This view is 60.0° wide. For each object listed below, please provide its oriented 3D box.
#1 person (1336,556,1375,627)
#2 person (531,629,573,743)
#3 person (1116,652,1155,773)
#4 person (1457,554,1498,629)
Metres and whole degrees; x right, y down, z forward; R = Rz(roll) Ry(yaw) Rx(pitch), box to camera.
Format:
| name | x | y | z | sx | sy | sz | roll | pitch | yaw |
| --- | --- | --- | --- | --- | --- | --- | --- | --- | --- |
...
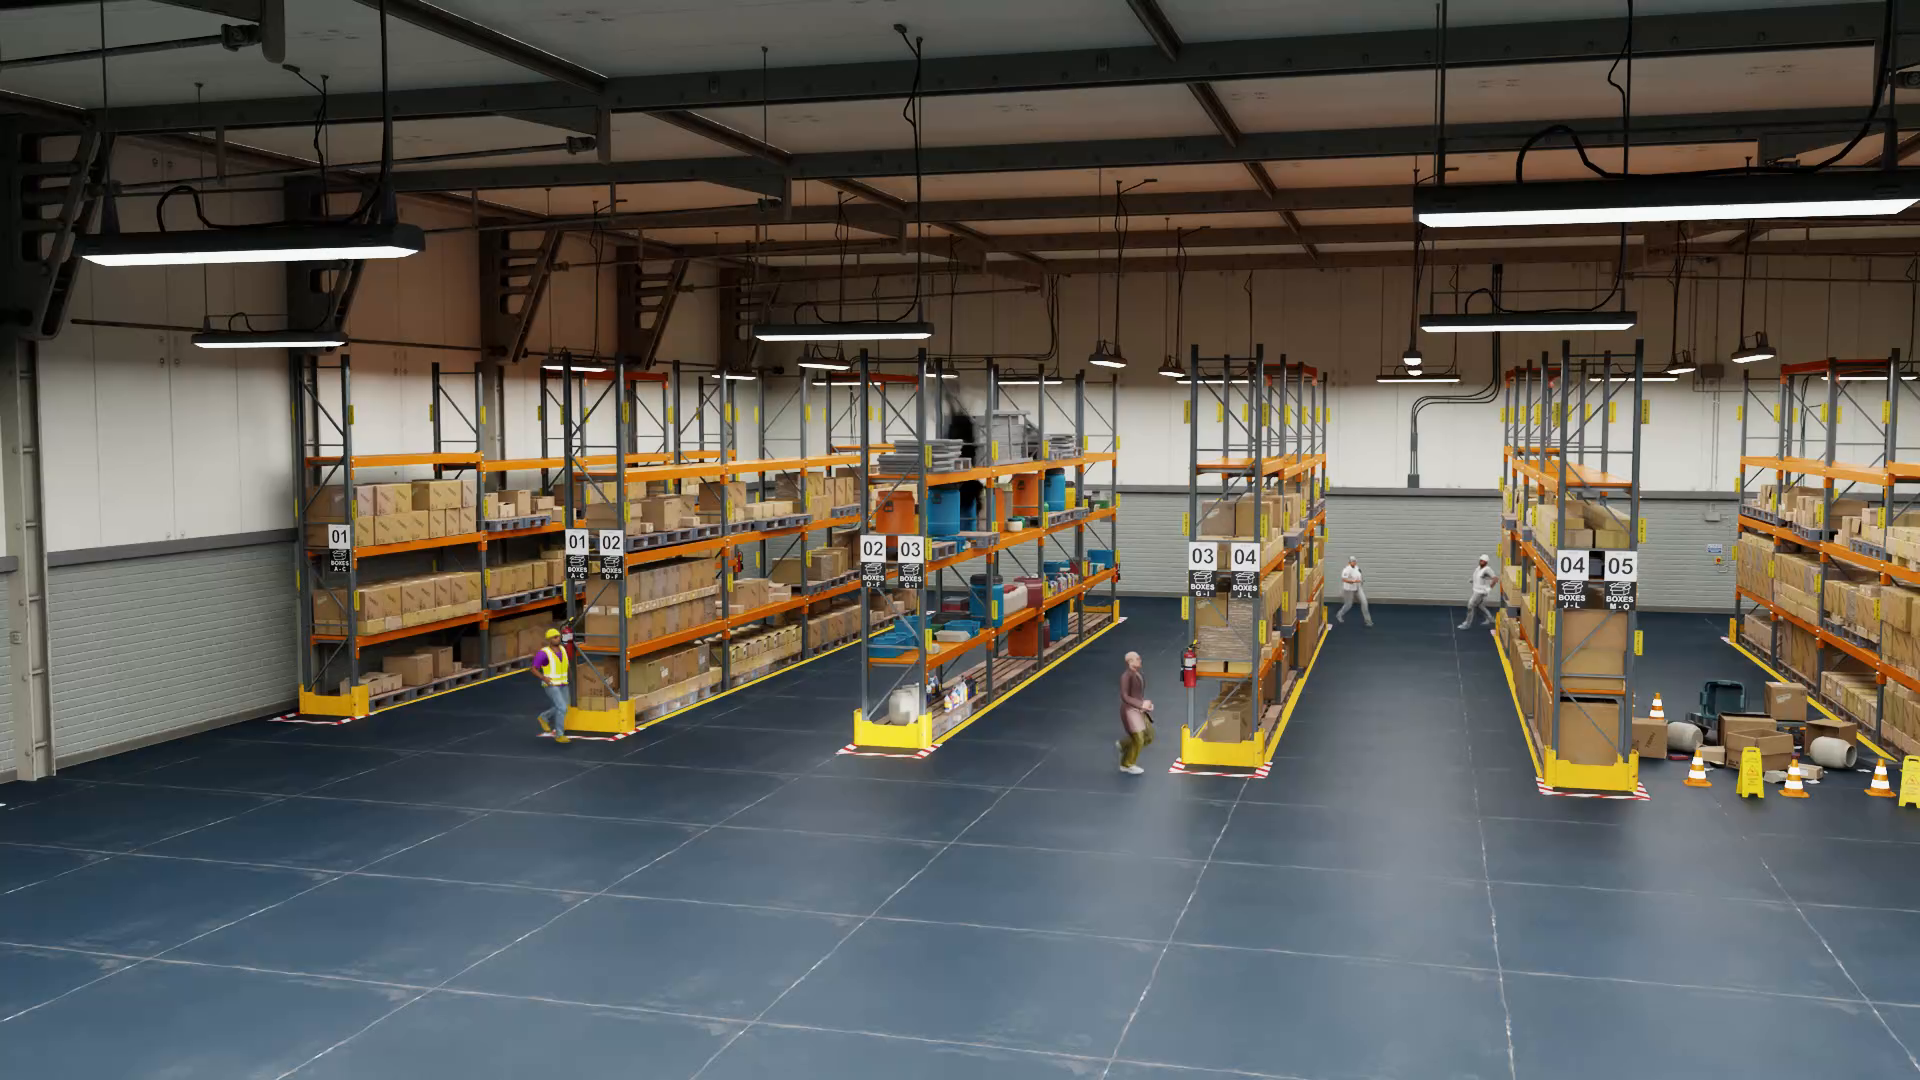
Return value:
| name | x | y | z | sx | sy | sz | roll | pitch | yaw |
| --- | --- | --- | --- | --- | --- | --- | --- | --- | --- |
| person | 9.348 | 1.214 | 39.580 | 0.631 | 1.666 | 0.942 | -2 | 5 | -29 |
| person | -6.261 | 2.231 | 25.612 | 0.708 | 1.742 | 0.688 | 3 | 5 | 31 |
| person | 2.419 | 2.405 | 23.194 | 0.606 | 1.713 | 0.702 | 2 | 5 | 30 |
| person | 12.096 | 1.211 | 38.774 | 0.900 | 1.767 | 0.742 | 0 | 4 | 2 |
